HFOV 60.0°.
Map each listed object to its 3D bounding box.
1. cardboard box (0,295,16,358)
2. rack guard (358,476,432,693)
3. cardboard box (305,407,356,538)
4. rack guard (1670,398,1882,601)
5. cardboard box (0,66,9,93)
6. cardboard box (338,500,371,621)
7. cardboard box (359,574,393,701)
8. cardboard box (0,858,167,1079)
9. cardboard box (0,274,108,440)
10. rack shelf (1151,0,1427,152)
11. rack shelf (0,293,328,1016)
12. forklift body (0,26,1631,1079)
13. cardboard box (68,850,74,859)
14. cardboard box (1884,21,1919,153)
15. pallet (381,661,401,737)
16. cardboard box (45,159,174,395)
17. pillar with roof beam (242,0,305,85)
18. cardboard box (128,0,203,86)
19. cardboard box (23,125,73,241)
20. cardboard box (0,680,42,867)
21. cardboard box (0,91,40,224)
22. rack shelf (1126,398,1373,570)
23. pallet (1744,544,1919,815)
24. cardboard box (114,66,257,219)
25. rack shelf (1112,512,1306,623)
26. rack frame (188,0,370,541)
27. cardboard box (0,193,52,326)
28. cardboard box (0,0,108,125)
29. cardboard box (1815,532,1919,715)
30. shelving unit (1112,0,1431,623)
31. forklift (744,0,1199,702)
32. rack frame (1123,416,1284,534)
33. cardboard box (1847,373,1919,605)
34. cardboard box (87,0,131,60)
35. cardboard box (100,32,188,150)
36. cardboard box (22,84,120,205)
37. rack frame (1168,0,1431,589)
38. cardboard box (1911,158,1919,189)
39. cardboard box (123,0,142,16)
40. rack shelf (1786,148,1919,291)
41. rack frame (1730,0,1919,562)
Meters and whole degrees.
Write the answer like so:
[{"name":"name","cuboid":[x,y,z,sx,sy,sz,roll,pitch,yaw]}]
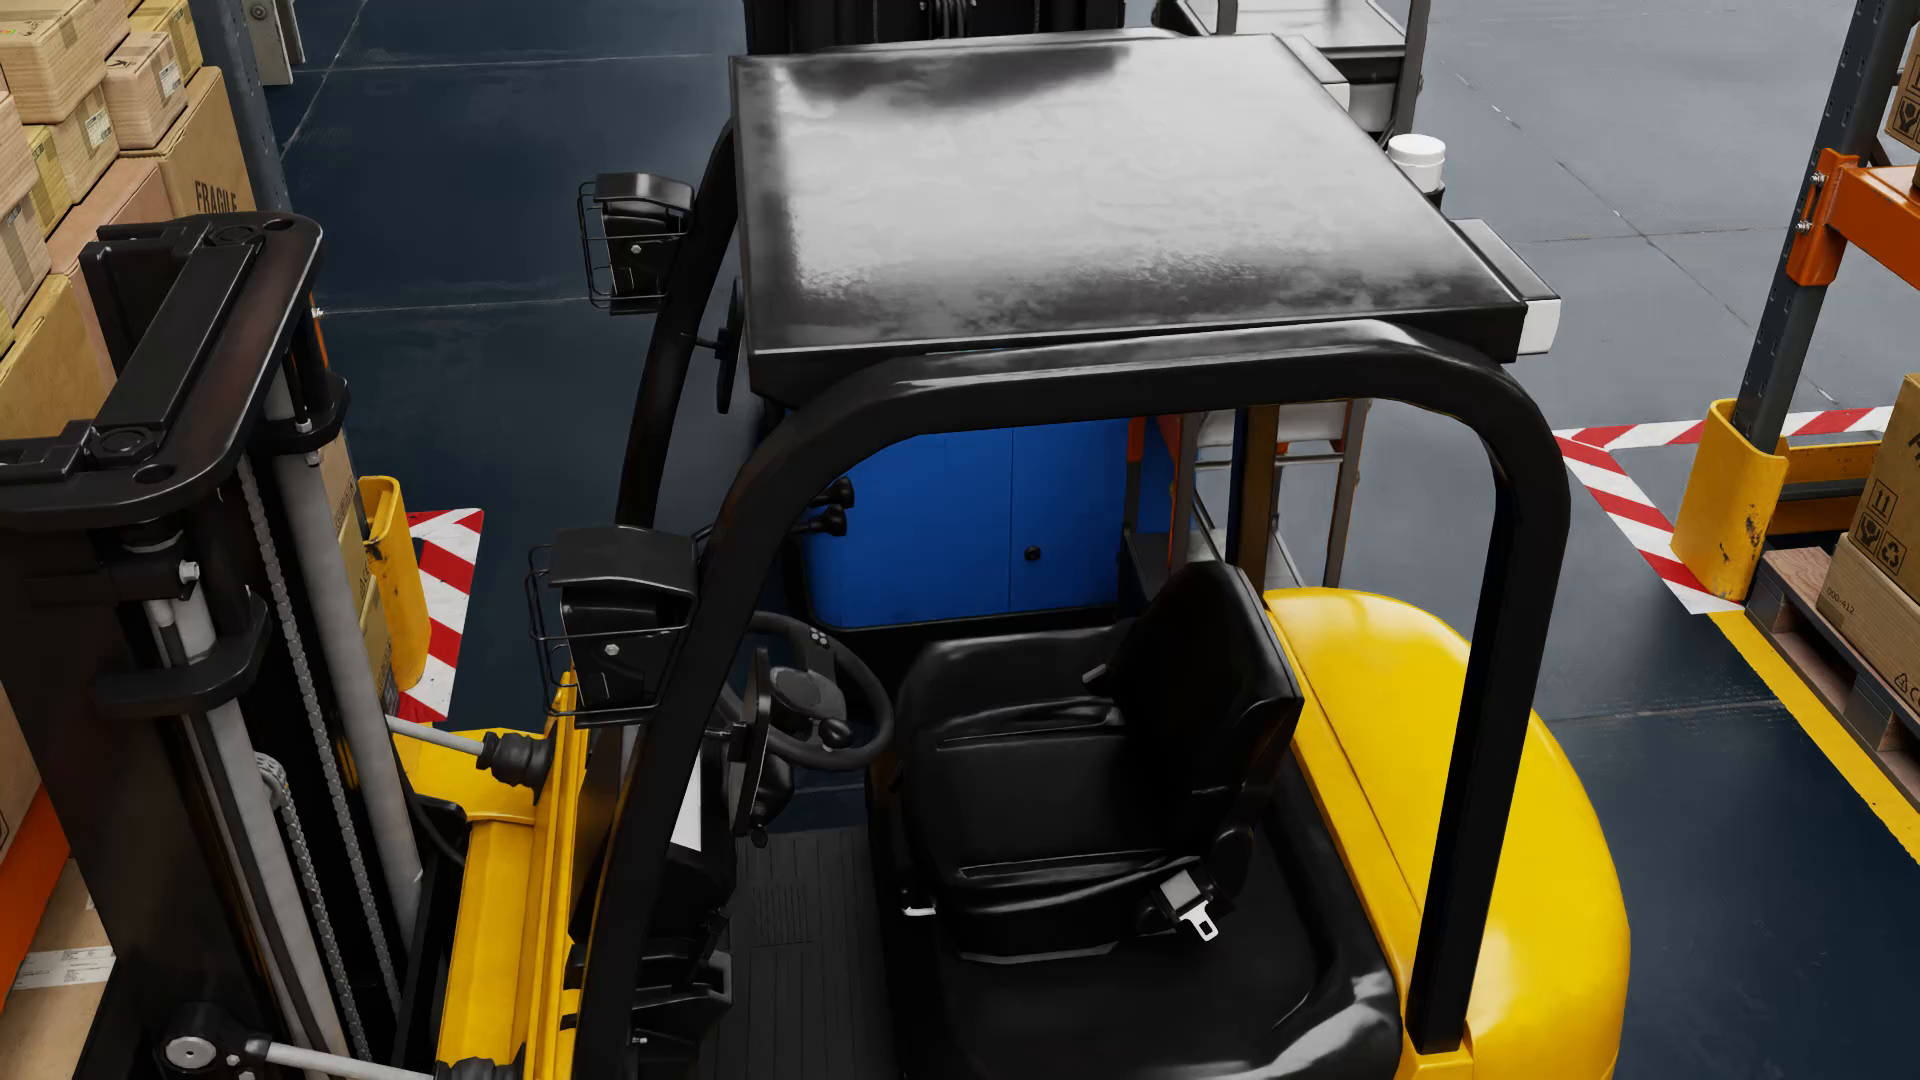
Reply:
[{"name":"cardboard box","cuboid":[-1.585,-0.279,2.331,0.380,0.149,0.250,-4,34,-6]},{"name":"rack guard","cuboid":[-2.109,0.164,4.566,1.175,0.500,0.348,-4,35,-6]},{"name":"cardboard box","cuboid":[-1.735,-0.073,3.874,0.500,0.250,0.500,-3,34,-5]},{"name":"rack guard","cuboid":[2.822,-0.159,5.039,1.175,0.500,0.348,-4,35,-6]},{"name":"cardboard box","cuboid":[-1.763,-0.681,2.656,0.380,0.149,0.250,-4,34,-6]},{"name":"cardboard box","cuboid":[-1.731,0.148,3.994,0.500,0.250,0.500,-5,35,-7]},{"name":"cardboard box","cuboid":[-1.730,0.345,4.149,0.500,0.250,0.500,-4,34,-6]},{"name":"cardboard box","cuboid":[-1.522,0.776,2.629,0.500,0.250,0.500,-5,35,-7]},{"name":"cardboard box","cuboid":[-1.650,-0.066,2.595,0.500,0.500,0.500,-5,35,-7]},{"name":"rack shelf","cuboid":[0.647,-0.870,3.443,0.431,0.518,0.480,-4,34,-5]},{"name":"rack shelf","cuboid":[-1.837,0.557,2.407,1.077,0.370,4.000,-4,35,-6]},{"name":"forklift body","cuboid":[-0.043,0.415,2.731,2.313,2.155,1.214,-4,35,-6]},{"name":"cardboard box","cuboid":[-1.583,0.492,3.045,0.500,0.250,0.500,-4,34,-6]},{"name":"cardboard box","cuboid":[2.601,-1.113,3.866,0.500,0.500,0.500,-5,35,-7]},{"name":"pallet","cuboid":[-1.962,0.720,4.006,1.003,0.211,1.213,-4,35,-6]},{"name":"cardboard box","cuboid":[-1.719,-0.352,3.015,0.500,0.500,0.500,-3,34,-5]},{"name":"pillar with roof beam","cuboid":[0.553,-6.552,6.874,9.100,9.000,0.400,-4,35,-6]},{"name":"cardboard box","cuboid":[-1.782,-0.993,3.379,0.380,0.149,0.250,-4,34,-6]},{"name":"cardboard box","cuboid":[-1.722,-0.564,2.749,0.380,0.149,0.250,-5,35,-7]},{"name":"cardboard box","cuboid":[-1.571,0.213,2.185,0.500,0.500,0.500,-4,34,-6]},{"name":"cardboard box","cuboid":[-1.618,-0.544,2.455,0.380,0.149,0.250,-4,34,-5]},{"name":"rack shelf","cuboid":[0.647,-0.292,3.838,0.431,0.518,0.480,-4,34,-5]},{"name":"pallet","cuboid":[2.896,0.417,4.451,1.003,0.211,1.213,-4,35,-6]},{"name":"cardboard box","cuboid":[-1.780,-0.643,3.440,0.500,0.500,0.500,-5,35,-7]},{"name":"rack shelf","cuboid":[0.647,0.287,4.232,0.431,0.518,0.480,-4,34,-5]},{"name":"rack frame","cuboid":[-2.106,-0.856,3.842,1.000,3.000,0.127,-4,35,-6]},{"name":"cardboard box","cuboid":[-1.639,-0.419,2.536,0.380,0.149,0.250,-5,35,-8]},{"name":"cardboard box","cuboid":[-1.723,-0.825,2.868,0.380,0.149,0.250,-4,34,-5]},{"name":"cardboard box","cuboid":[2.646,0.200,4.362,0.500,0.250,0.500,-5,35,-7]},{"name":"shelving unit","cuboid":[0.647,-0.303,3.830,0.431,2.100,0.503,-4,34,-5]},{"name":"forklift","cuboid":[-0.108,-1.595,4.988,1.130,2.935,3.031,-5,35,-8]},{"name":"rack frame","cuboid":[0.620,-0.439,4.030,0.400,2.100,0.015,-4,34,-5]},{"name":"cardboard box","cuboid":[2.650,-0.097,4.131,0.500,0.500,0.500,-5,35,-8]},{"name":"cardboard box","cuboid":[-1.785,-0.969,3.079,0.380,0.149,0.250,-4,35,-6]},{"name":"cardboard box","cuboid":[-1.718,-0.853,3.173,0.380,0.149,0.250,-4,34,-6]},{"name":"cardboard box","cuboid":[-1.744,-0.703,2.954,0.380,0.149,0.250,-4,34,-5]},{"name":"rack frame","cuboid":[0.674,-0.166,3.629,0.400,2.100,0.015,-4,34,-5]},{"name":"cardboard box","cuboid":[2.653,-0.925,4.167,0.380,0.149,0.250,-4,35,-6]},{"name":"cardboard box","cuboid":[-1.849,-1.104,3.278,0.380,0.149,0.250,-4,35,-6]},{"name":"rack shelf","cuboid":[3.081,0.179,2.962,1.077,0.370,4.000,-4,35,-6]},{"name":"rack frame","cuboid":[2.812,-1.234,4.397,1.000,3.000,0.127,-4,35,-6]}]
